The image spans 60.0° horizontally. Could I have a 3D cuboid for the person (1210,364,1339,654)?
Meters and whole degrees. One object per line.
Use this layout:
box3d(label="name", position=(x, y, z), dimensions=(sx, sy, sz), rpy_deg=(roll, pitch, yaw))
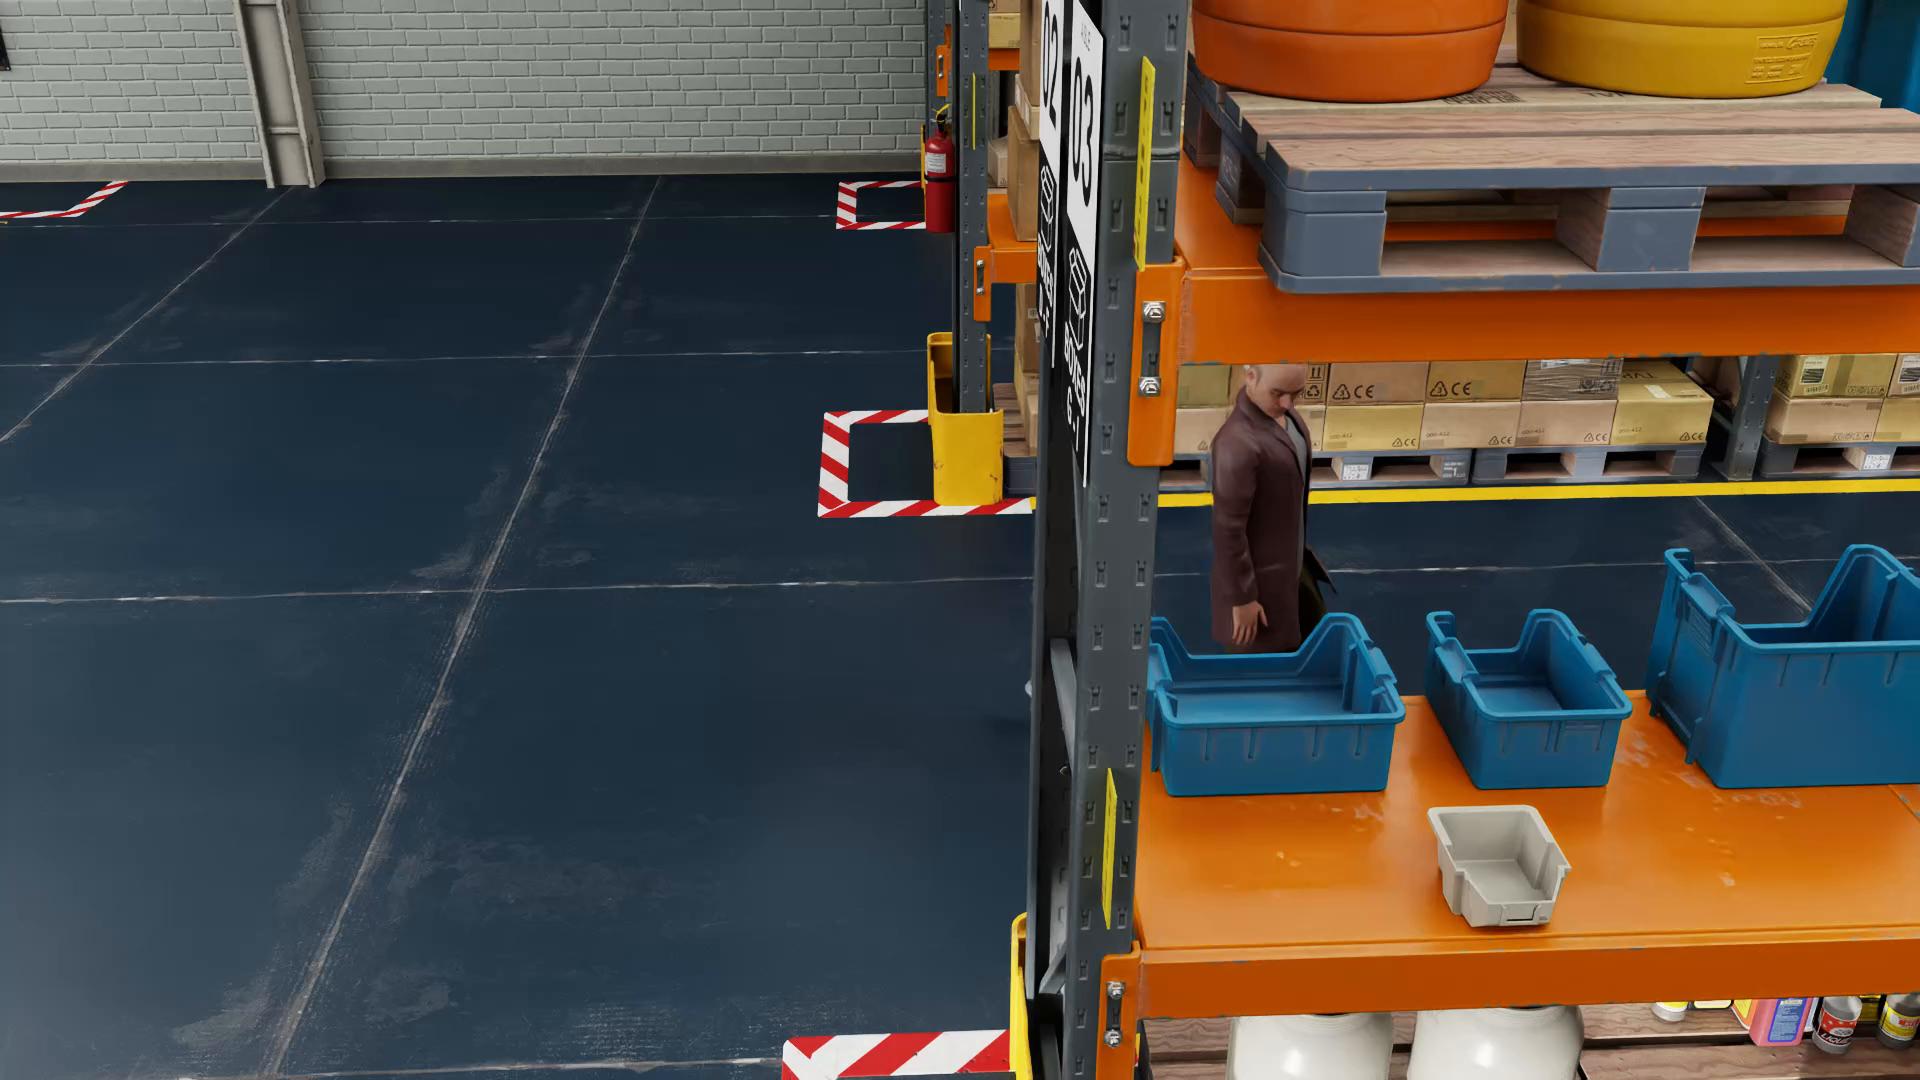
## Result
box3d(label="person", position=(1.086, 0.131, 5.856), dimensions=(0.456, 1.792, 0.617), rpy_deg=(11, 29, 20))
